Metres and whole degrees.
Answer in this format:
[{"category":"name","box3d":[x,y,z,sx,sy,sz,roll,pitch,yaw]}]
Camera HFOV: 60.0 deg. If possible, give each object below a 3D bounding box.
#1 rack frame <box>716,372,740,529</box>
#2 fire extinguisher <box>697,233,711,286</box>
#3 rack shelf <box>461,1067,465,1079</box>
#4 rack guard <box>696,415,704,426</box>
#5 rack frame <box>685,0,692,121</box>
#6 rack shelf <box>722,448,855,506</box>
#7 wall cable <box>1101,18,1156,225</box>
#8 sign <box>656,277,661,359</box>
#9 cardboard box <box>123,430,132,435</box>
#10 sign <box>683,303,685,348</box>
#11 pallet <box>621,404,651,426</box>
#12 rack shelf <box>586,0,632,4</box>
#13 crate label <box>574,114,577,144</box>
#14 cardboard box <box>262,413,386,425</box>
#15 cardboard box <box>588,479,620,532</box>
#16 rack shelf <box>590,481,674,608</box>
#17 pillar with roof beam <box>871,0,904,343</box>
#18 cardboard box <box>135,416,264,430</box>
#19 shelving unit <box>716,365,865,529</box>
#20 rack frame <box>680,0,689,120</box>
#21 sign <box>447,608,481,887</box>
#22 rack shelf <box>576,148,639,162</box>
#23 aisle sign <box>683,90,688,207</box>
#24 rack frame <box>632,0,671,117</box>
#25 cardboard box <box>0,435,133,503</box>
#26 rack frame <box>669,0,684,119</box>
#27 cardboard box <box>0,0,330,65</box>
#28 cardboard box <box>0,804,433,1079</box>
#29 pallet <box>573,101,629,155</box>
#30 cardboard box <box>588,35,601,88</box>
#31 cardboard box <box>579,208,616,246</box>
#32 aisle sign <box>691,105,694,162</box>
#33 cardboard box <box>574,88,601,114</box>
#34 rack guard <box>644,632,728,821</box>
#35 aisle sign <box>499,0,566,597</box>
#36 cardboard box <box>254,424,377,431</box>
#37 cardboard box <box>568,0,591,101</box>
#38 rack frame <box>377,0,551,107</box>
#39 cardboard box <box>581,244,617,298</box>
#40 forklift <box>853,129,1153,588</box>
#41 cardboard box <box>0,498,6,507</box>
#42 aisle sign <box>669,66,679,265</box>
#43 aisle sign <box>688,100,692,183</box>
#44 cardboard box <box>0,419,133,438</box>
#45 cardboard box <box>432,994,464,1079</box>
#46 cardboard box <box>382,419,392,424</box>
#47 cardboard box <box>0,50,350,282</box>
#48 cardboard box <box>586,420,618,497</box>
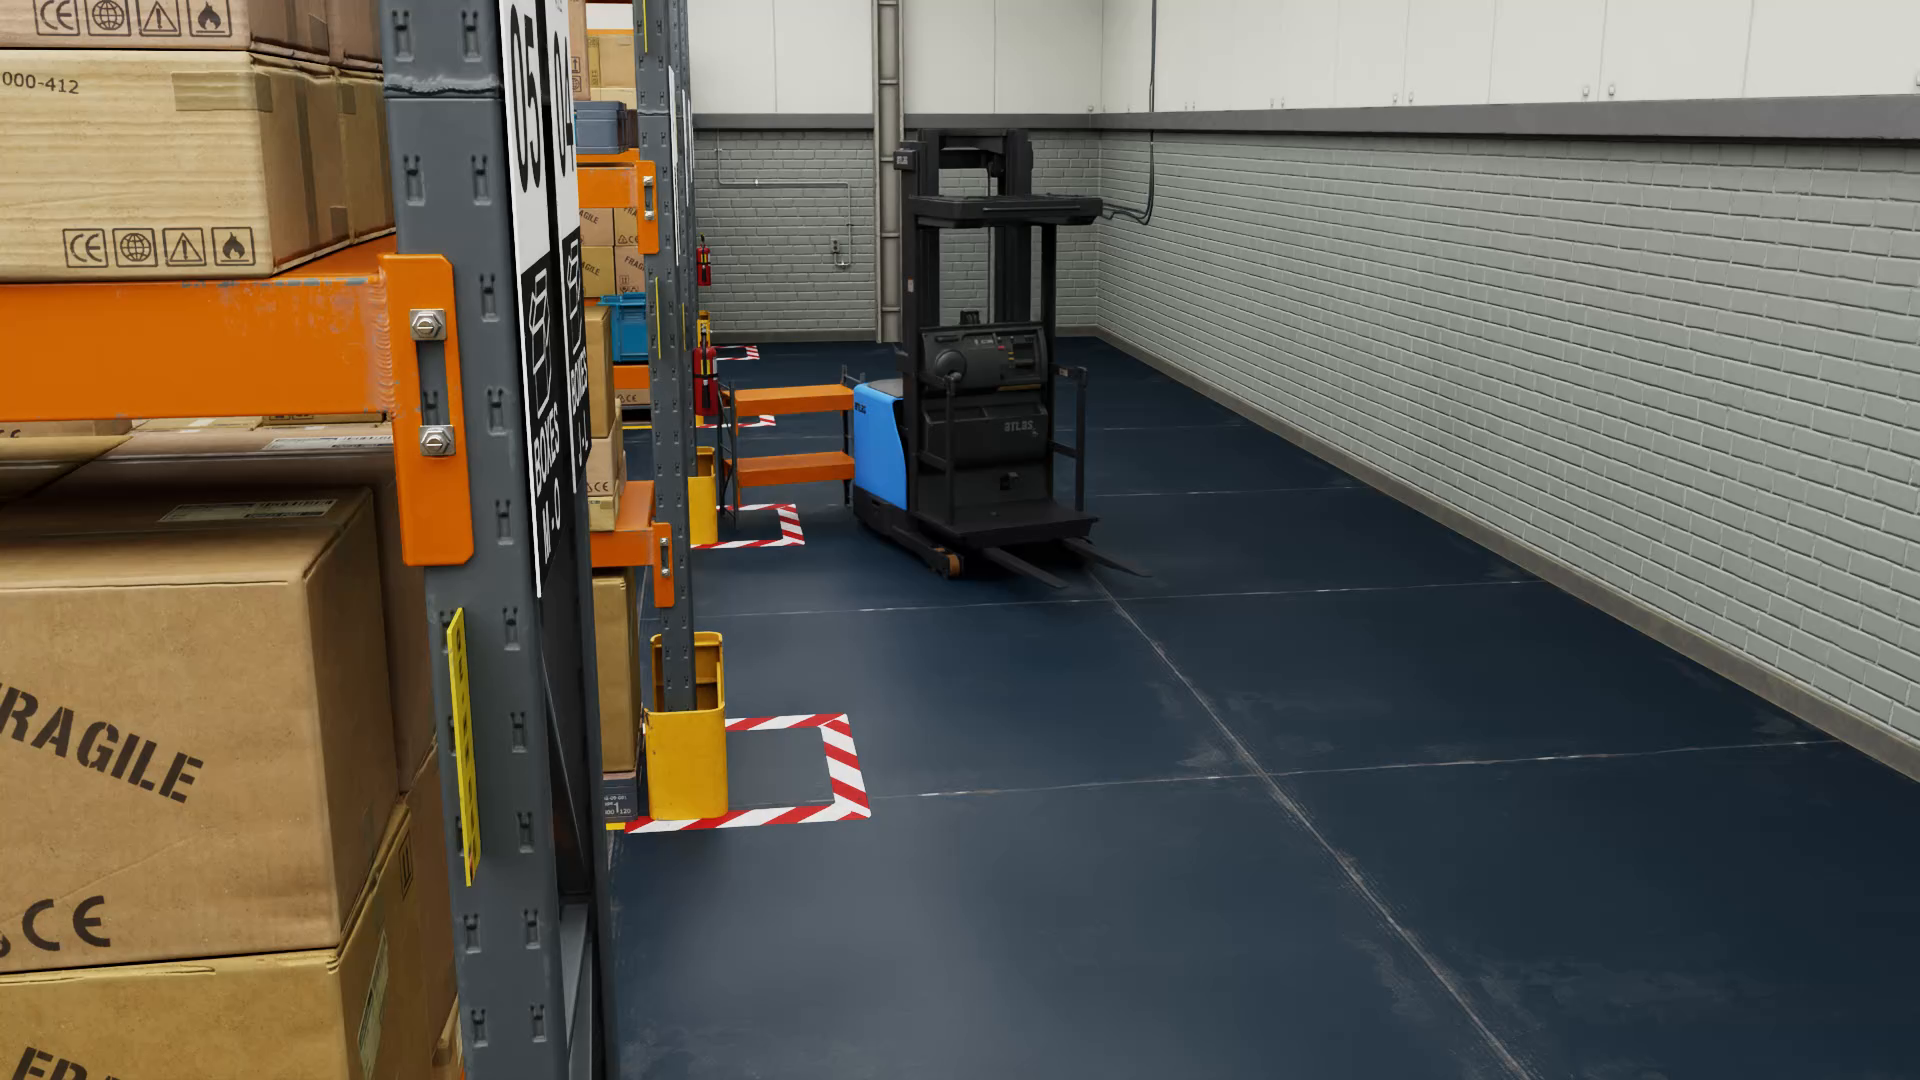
[{"category":"rack frame","box3d":[-1.771,-0.684,12.639,0.032,1.125,0.500,-5,15,-21]},{"category":"fire extinguisher","box3d":[-3.300,-3.615,21.395,0.183,0.674,0.296,-2,14,-8]},{"category":"rack shelf","box3d":[-2.642,1.254,2.534,4.000,0.370,1.077,-2,14,-8]},{"category":"rack guard","box3d":[-2.851,-1.532,17.303,0.348,0.500,1.175,-2,14,-8]},{"category":"rack frame","box3d":[-3.518,-6.849,21.031,0.127,3.000,1.000,-2,14,-8]},{"category":"rack shelf","box3d":[-1.298,-0.493,12.879,1.000,0.278,0.538,-5,15,-21]},{"category":"wall cable","box3d":[2.129,-5.461,21.883,0.112,2.526,3.097,-2,14,-8]},{"category":"sign","box3d":[-1.237,-0.910,6.816,0.005,0.325,0.100,-2,14,-8]},{"category":"cardboard box","box3d":[-3.752,-0.282,6.876,0.500,0.250,0.500,-2,14,-7]},{"category":"sign","box3d":[-1.944,-1.503,11.713,0.005,0.325,0.100,-2,14,-8]},{"category":"pallet","box3d":[-3.639,-1.363,17.222,1.213,0.211,1.003,-2,14,-8]},{"category":"rack shelf","box3d":[-4.754,-5.234,16.079,4.000,0.370,1.077,-2,14,-8]},{"category":"crate label","box3d":[-3.002,-2.983,12.088,0.502,0.251,0.408,-2,14,-8]},{"category":"cardboard box","box3d":[-2.824,-0.809,7.435,0.500,0.500,0.500,-2,14,-10]},{"category":"cardboard box","box3d":[-1.607,-0.150,7.171,0.250,0.149,0.380,-2,14,-7]},{"category":"rack shelf","box3d":[-3.281,0.057,7.306,4.000,0.370,1.077,-2,14,-8]},{"category":"pillar with roof beam","box3d":[-0.335,-6.119,18.122,0.400,9.000,9.100,-2,14,-8]},{"category":"cardboard box","box3d":[-3.344,-0.425,7.448,0.500,0.250,0.500,-2,14,-9]},{"category":"shelving unit","box3d":[-1.298,-0.730,12.820,1.048,1.125,0.538,-5,15,-21]},{"category":"rack frame","box3d":[-2.776,-5.657,16.280,0.127,3.000,1.000,-2,14,-8]},{"category":"sign","box3d":[-0.602,0.252,2.021,0.005,0.325,0.100,-2,14,-8]},{"category":"rack shelf","box3d":[-4.019,-2.589,11.692,4.000,0.370,1.077,-2,14,-8]},{"category":"aisle sign","box3d":[-1.927,-2.749,11.672,0.004,0.787,0.394,-2,14,-8]},{"category":"rack frame","box3d":[-1.304,-3.274,6.778,0.127,3.000,1.000,-2,14,-8]},{"category":"cardboard box","box3d":[-1.646,0.127,2.677,0.500,0.500,0.500,-2,14,-7]},{"category":"rack frame","box3d":[-2.042,-4.466,11.529,0.127,3.000,1.000,-2,14,-8]},{"category":"cardboard box","box3d":[-1.082,-0.714,2.018,0.500,0.250,0.500,-3,14,-10]},{"category":"cardboard box","box3d":[-1.071,0.718,2.376,0.500,0.500,0.500,-2,14,-7]},{"category":"pallet","box3d":[-2.036,-1.747,7.036,1.213,0.211,1.003,-2,14,-8]},{"category":"cardboard box","box3d":[-3.788,-4.715,16.430,0.500,0.500,0.700,-2,14,-8]},{"category":"cardboard box","box3d":[-3.674,-3.180,16.474,0.500,0.500,0.500,-2,14,-7]},{"category":"aisle sign","box3d":[-3.402,-5.130,21.167,0.004,0.787,0.394,-2,14,-8]},{"category":"cardboard box","box3d":[-3.740,-4.274,16.211,0.500,0.250,0.500,-2,14,-8]},{"category":"rack guard","box3d":[-1.280,0.847,7.815,0.348,0.500,1.175,-2,14,-8]},{"category":"aisle sign","box3d":[-0.548,-0.359,2.142,0.004,0.787,0.394,-2,14,-8]},{"category":"cardboard box","box3d":[-2.748,-0.318,7.019,0.500,0.250,0.500,-3,14,-10]},{"category":"cardboard box","box3d":[-1.810,-2.088,6.941,0.500,0.500,0.700,-3,14,-12]},{"category":"rack frame","box3d":[-0.665,-2.077,2.006,0.127,3.000,1.000,-2,14,-8]},{"category":"cardboard box","box3d":[-3.691,-2.694,16.594,0.500,0.500,0.500,-2,14,-8]},{"category":"forklift","box3d":[0.267,-1.283,11.313,1.130,2.935,3.031,-7,15,-24]},{"category":"cardboard box","box3d":[-1.581,0.250,2.188,0.500,0.500,0.500,-3,14,-10]},{"category":"aisle sign","box3d":[-1.188,-1.556,6.914,0.004,0.787,0.394,-2,14,-8]},{"category":"aisle sign","box3d":[-2.663,-3.937,16.410,0.004,0.787,0.394,-2,14,-8]},{"category":"cardboard box","box3d":[-3.745,-0.646,6.788,0.500,0.500,0.500,-3,14,-10]},{"category":"cardboard box","box3d":[-1.034,0.887,3.034,0.250,0.149,0.380,-2,14,-9]},{"category":"cardboard box","box3d":[-2.332,-0.463,7.598,0.500,0.250,0.500,-2,14,-9]},{"category":"cardboard box","box3d":[-1.075,-0.470,2.070,0.500,0.250,0.500,-2,14,-10]},{"category":"cardboard box","box3d":[-1.743,-0.354,7.165,0.500,0.250,0.500,-2,14,-9]}]
